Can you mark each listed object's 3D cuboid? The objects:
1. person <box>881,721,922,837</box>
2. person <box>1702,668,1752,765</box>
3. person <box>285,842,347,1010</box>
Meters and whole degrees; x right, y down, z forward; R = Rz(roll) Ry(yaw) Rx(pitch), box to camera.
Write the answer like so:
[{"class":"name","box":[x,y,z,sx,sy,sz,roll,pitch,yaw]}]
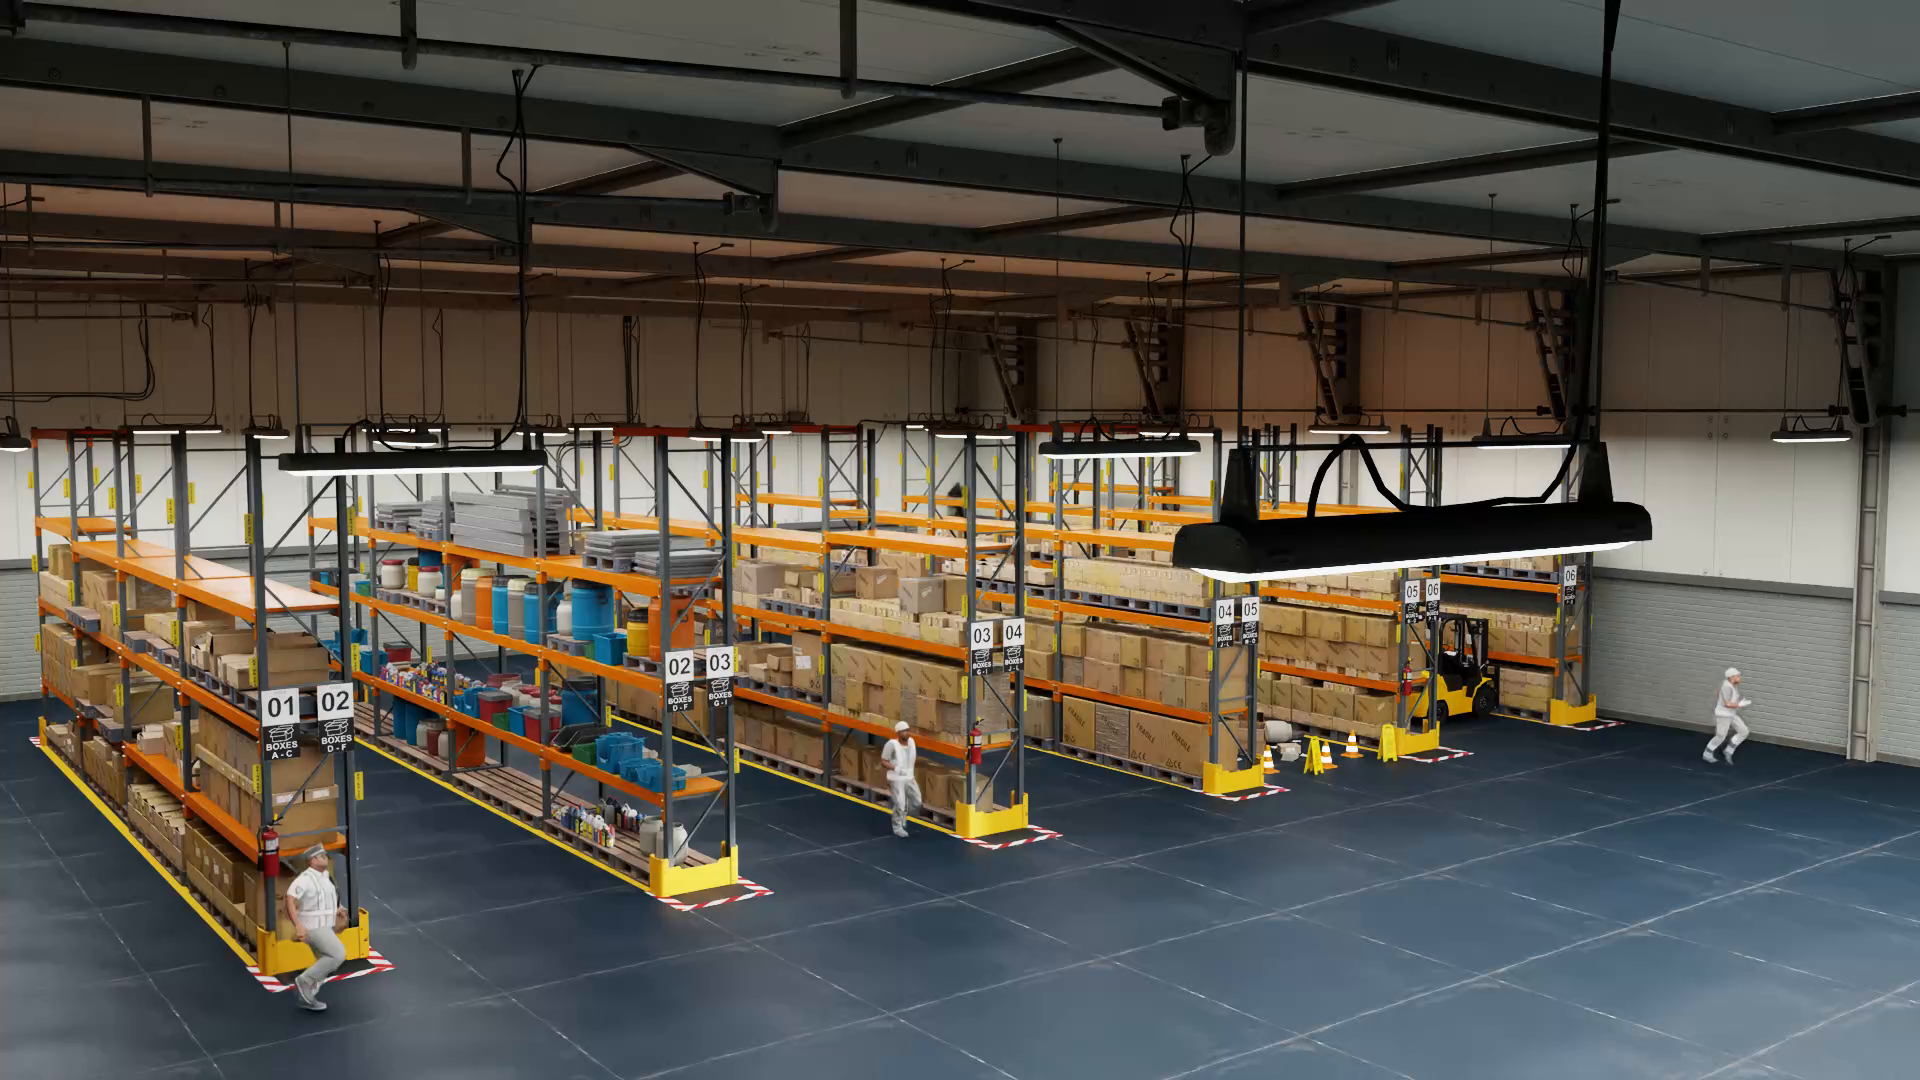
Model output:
[{"class":"person","box":[-0.836,3.538,24.590,0.679,1.736,0.591,-4,6,-39]},{"class":"person","box":[13.602,3.120,29.466,0.787,1.744,0.697,4,6,39]},{"class":"person","box":[-6.785,4.083,17.694,0.570,1.708,0.694,0,4,-2]}]
